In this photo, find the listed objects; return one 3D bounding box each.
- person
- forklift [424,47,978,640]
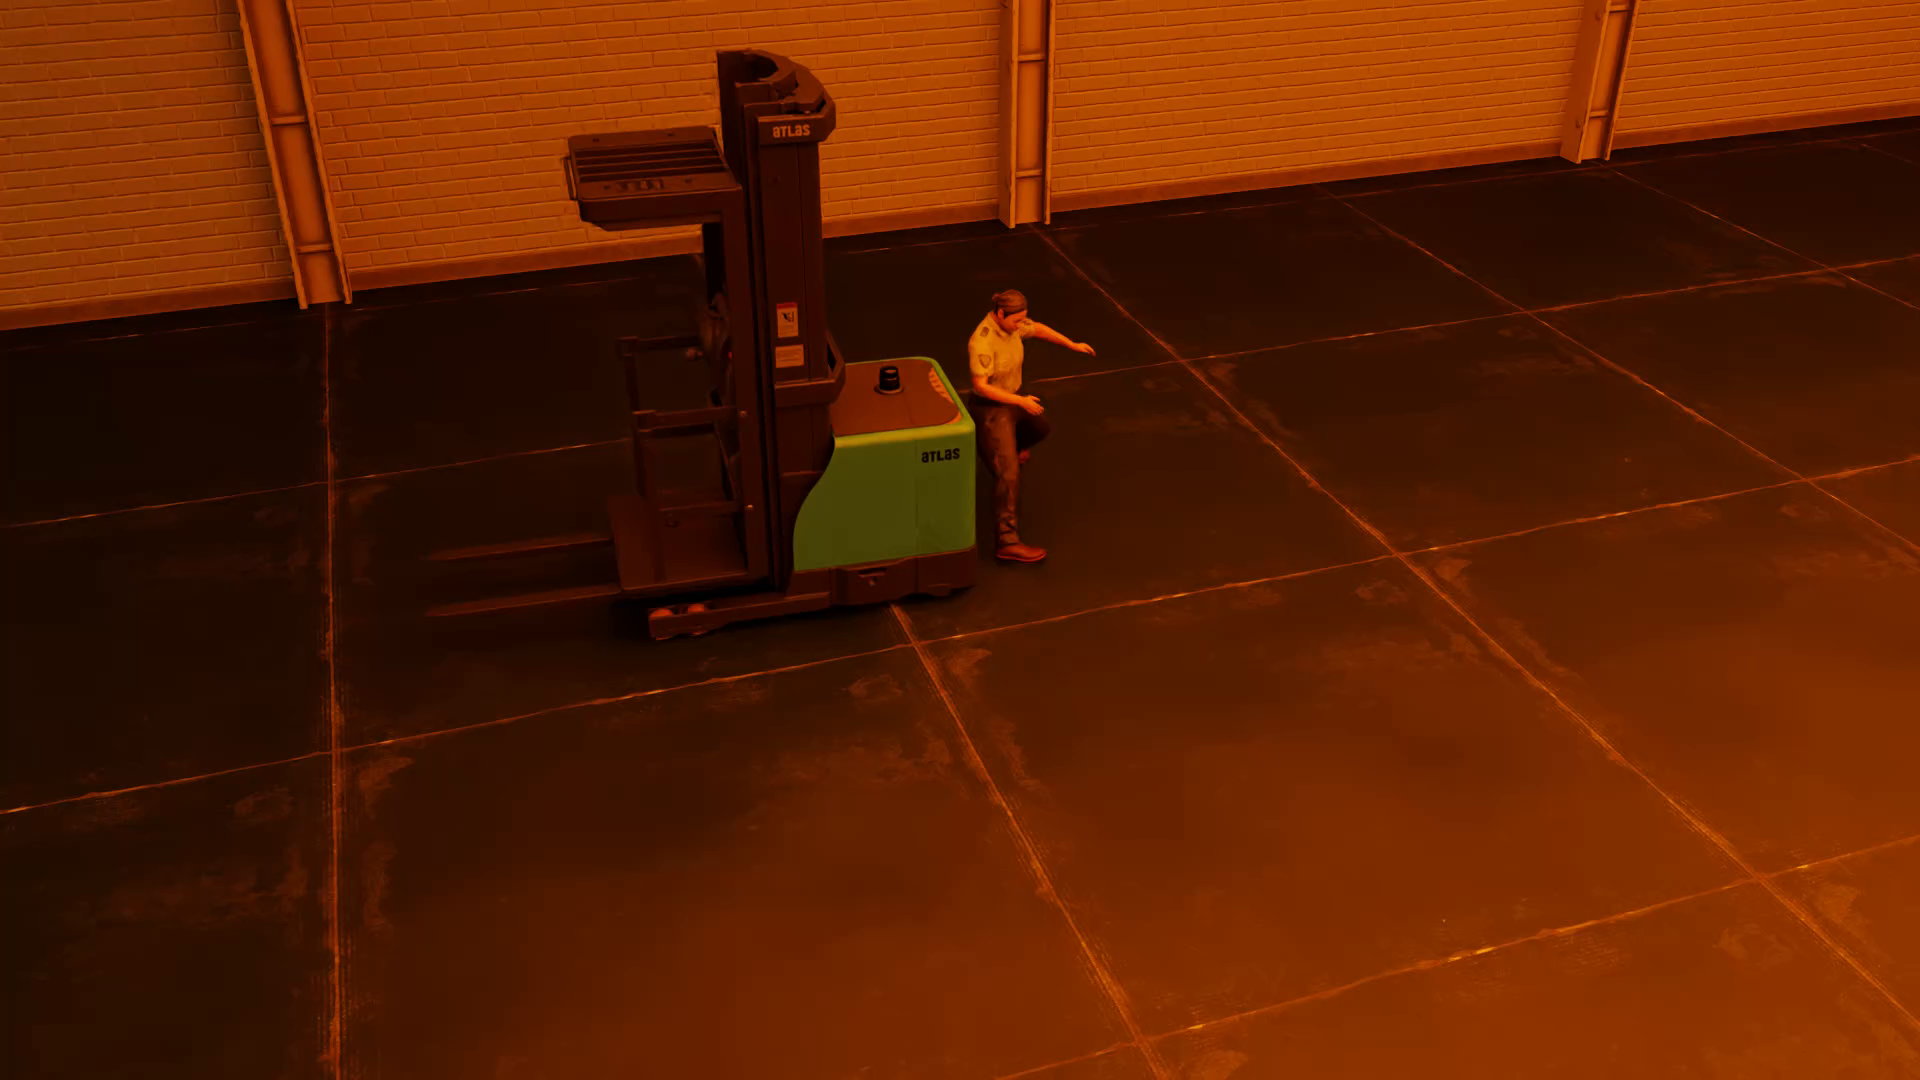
[{"bbox_3d":[0.377,-0.824,10.001,0.789,1.449,1.285,14,33,23],"label":"person"},{"bbox_3d":[-1.474,-1.017,8.855,3.031,2.935,1.130,-7,31,-13],"label":"forklift"}]
